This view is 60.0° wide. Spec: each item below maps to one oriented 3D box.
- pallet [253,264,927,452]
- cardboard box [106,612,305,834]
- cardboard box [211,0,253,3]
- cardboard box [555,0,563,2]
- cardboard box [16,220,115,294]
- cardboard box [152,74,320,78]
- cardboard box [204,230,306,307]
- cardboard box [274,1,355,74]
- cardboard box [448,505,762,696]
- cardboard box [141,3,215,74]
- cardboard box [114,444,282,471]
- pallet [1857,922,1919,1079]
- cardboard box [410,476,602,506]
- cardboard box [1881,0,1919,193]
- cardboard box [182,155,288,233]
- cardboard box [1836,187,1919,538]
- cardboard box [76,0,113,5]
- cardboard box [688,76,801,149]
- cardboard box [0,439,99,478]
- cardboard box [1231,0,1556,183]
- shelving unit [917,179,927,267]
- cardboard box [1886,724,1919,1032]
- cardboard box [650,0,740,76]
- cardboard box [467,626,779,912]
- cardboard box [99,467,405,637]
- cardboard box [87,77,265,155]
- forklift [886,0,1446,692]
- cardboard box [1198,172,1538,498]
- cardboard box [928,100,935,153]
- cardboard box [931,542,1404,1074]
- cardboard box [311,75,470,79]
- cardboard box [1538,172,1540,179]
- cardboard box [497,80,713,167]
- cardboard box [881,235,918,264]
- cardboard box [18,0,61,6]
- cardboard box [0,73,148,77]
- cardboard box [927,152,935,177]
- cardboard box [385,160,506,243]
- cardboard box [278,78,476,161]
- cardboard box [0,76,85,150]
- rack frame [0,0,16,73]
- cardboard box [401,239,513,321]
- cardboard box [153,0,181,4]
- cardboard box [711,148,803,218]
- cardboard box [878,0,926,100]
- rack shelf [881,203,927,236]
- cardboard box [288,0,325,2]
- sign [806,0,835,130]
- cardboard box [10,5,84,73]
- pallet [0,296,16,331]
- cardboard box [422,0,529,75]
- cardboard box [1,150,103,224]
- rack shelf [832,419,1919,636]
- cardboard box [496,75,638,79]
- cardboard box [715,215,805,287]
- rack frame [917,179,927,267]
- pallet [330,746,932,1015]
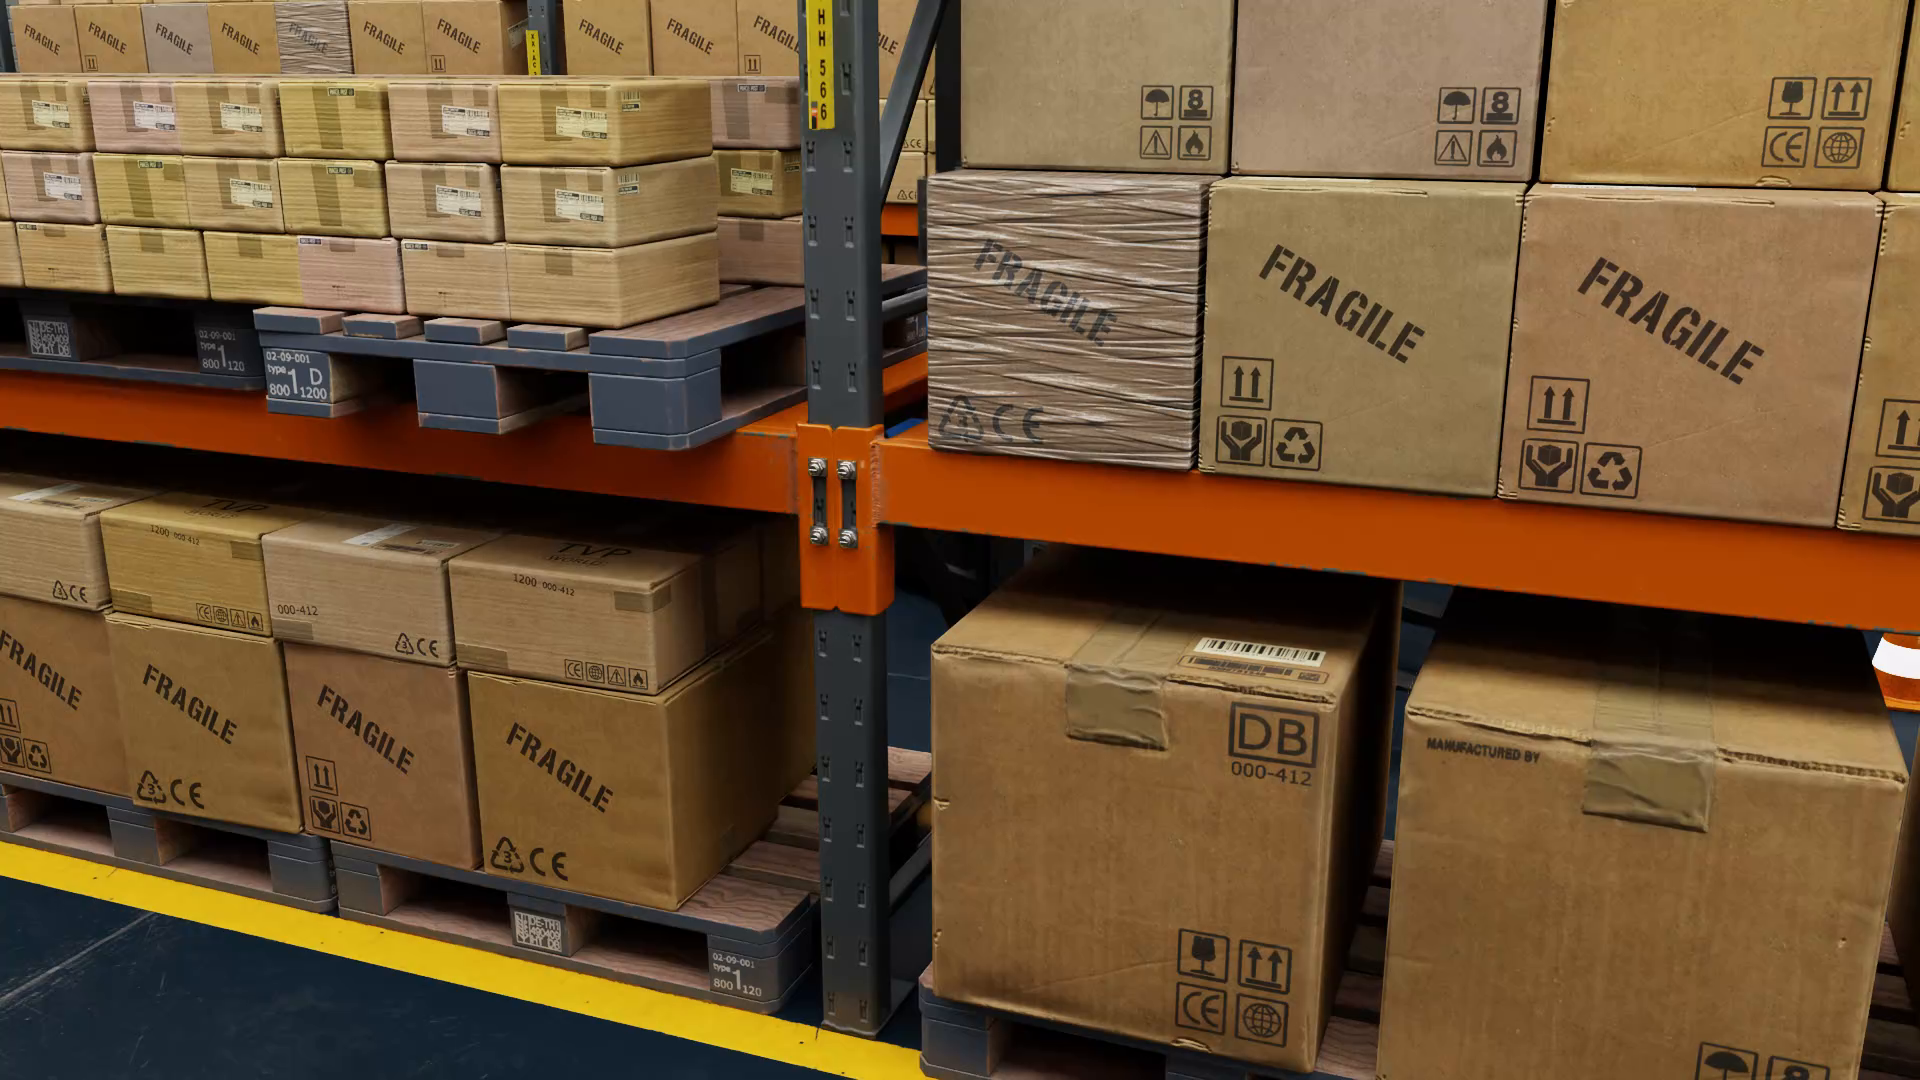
[{"bbox_3d":[-0.757,-0.468,3.751,1.003,0.211,1.213,6,17,21],"label":"pallet"},{"bbox_3d":[-1.742,0.380,4.215,0.500,0.500,0.500,5,17,18],"label":"cardboard box"},{"bbox_3d":[-4.119,-3.190,9.645,0.250,0.149,0.380,6,17,19],"label":"cardboard box"},{"bbox_3d":[-2.252,-3.158,9.535,0.250,0.149,0.380,6,17,20],"label":"cardboard box"},{"bbox_3d":[-1.874,-0.660,3.765,0.250,0.149,0.380,7,18,22],"label":"cardboard box"},{"bbox_3d":[-1.868,-1.140,4.351,0.250,0.149,0.380,6,17,20],"label":"cardboard box"},{"bbox_3d":[-1.383,-0.606,3.579,0.250,0.149,0.380,6,17,20],"label":"cardboard box"},{"bbox_3d":[-3.540,-2.827,9.559,0.500,0.500,0.500,7,17,21],"label":"cardboard box"},{"bbox_3d":[-0.787,0.121,3.761,0.500,0.250,0.500,6,17,19],"label":"cardboard box"},{"bbox_3d":[-4.468,-2.931,9.918,0.500,0.500,0.500,6,17,20],"label":"cardboard box"},{"bbox_3d":[-2.020,-0.169,4.760,0.500,0.250,0.500,5,17,18],"label":"cardboard box"},{"bbox_3d":[1.782,1.049,3.181,1.213,0.211,1.003,6,17,21],"label":"pallet"},{"bbox_3d":[-1.079,-0.062,4.392,0.500,0.250,0.500,6,17,20],"label":"cardboard box"},{"bbox_3d":[1.784,-0.840,2.712,0.500,0.500,0.700,6,17,20],"label":"cardboard box"},{"bbox_3d":[-1.409,-0.750,3.542,0.250,0.149,0.380,6,17,21],"label":"cardboard box"},{"bbox_3d":[1.669,-0.293,2.623,0.500,0.500,0.500,6,17,20],"label":"cardboard box"},{"bbox_3d":[-5.076,-3.295,10.006,0.250,0.149,0.380,7,18,22],"label":"cardboard box"},{"bbox_3d":[-0.418,-0.980,3.800,0.250,0.149,0.380,6,17,21],"label":"cardboard box"},{"bbox_3d":[-2.689,-0.088,4.482,0.500,0.250,0.500,7,18,22],"label":"cardboard box"},{"bbox_3d":[0.830,-0.944,3.071,0.500,0.500,0.700,6,17,20],"label":"cardboard box"},{"bbox_3d":[-0.633,-0.906,7.605,1.048,1.500,0.538,2,16,8],"label":"shelving unit"},{"bbox_3d":[2.160,0.633,2.896,0.750,0.750,1.050,6,17,21],"label":"cardboard box"},{"bbox_3d":[-1.266,-2.582,8.716,0.500,0.500,0.500,6,17,20],"label":"cardboard box"},{"bbox_3d":[-0.763,0.484,3.857,0.500,0.500,0.500,6,17,20],"label":"cardboard box"},{"bbox_3d":[-1.728,0.016,4.122,0.500,0.250,0.500,7,17,22],"label":"cardboard box"},{"bbox_3d":[-1.627,-0.919,3.589,0.250,0.149,0.380,6,17,21],"label":"cardboard box"},{"bbox_3d":[0.667,-1.141,5.848,1.130,2.935,3.031,-12,20,-36],"label":"forklift"},{"bbox_3d":[0.738,-0.396,2.979,0.500,0.500,0.500,6,17,20],"label":"cardboard box"},{"bbox_3d":[0.162,-2.060,8.261,0.500,0.250,0.500,6,17,19],"label":"cardboard box"},{"bbox_3d":[0.479,0.449,3.529,0.750,0.750,1.050,6,17,20],"label":"cardboard box"},{"bbox_3d":[-1.390,-1.087,4.168,0.250,0.149,0.380,7,18,23],"label":"cardboard box"},{"bbox_3d":[1.391,-0.484,3.283,0.500,0.500,0.500,6,17,20],"label":"cardboard box"},{"bbox_3d":[-0.679,-0.813,3.225,0.250,0.149,0.380,6,17,18],"label":"cardboard box"},{"bbox_3d":[-0.604,-1.267,9.215,0.875,0.875,0.875,7,18,22],"label":"cardboard box"},{"bbox_3d":[-5.546,-3.359,10.229,0.250,0.149,0.380,7,17,22],"label":"cardboard box"},{"bbox_3d":[-2.369,-1.194,4.536,0.250,0.149,0.380,6,17,19],"label":"cardboard box"},{"bbox_3d":[0.158,-1.826,8.351,0.500,0.250,0.500,6,17,20],"label":"cardboard box"},{"bbox_3d":[-0.930,-0.699,3.363,0.250,0.149,0.380,7,18,23],"label":"cardboard box"},{"bbox_3d":[-1.155,-0.866,3.408,0.250,0.149,0.380,7,18,22],"label":"cardboard box"},{"bbox_3d":[-2.123,-0.973,3.775,0.250,0.149,0.380,7,18,22],"label":"cardboard box"},{"bbox_3d":[-5.775,-2.628,10.845,0.127,3.000,1.000,6,17,21],"label":"rack frame"},{"bbox_3d":[-0.913,-0.553,3.397,0.250,0.149,0.380,6,17,20],"label":"cardboard box"},{"bbox_3d":[-4.561,-3.259,9.884,0.250,0.149,0.380,6,17,21],"label":"cardboard box"},{"bbox_3d":[-0.431,-0.841,3.853,0.250,0.149,0.380,7,18,23],"label":"cardboard box"},{"bbox_3d":[-0.317,-2.479,8.361,0.500,0.500,0.500,6,17,20],"label":"cardboard box"},{"bbox_3d":[-0.193,-1.669,8.831,4.000,0.370,1.077,6,17,21],"label":"rack shelf"},{"bbox_3d":[-3.623,-3.154,9.523,0.250,0.149,0.380,6,17,19],"label":"cardboard box"},{"bbox_3d":[-0.245,-0.892,2.930,0.005,0.325,0.100,6,17,21],"label":"sign"},{"bbox_3d":[-5.433,-3.033,10.268,0.500,0.500,0.500,6,17,19],"label":"cardboard box"},{"bbox_3d":[-3.118,-0.716,4.605,1.213,0.211,1.003,6,17,21],"label":"pallet"},{"bbox_3d":[-2.594,-2.724,9.202,0.500,0.500,0.500,6,17,20],"label":"cardboard box"},{"bbox_3d":[-1.882,-0.803,3.723,0.250,0.149,0.380,7,18,22],"label":"cardboard box"},{"bbox_3d":[1.806,0.035,2.964,4.000,0.370,1.077,6,17,21],"label":"rack shelf"},{"bbox_3d":[-0.891,-1.033,3.981,0.250,0.149,0.380,6,17,20],"label":"cardboard box"},{"bbox_3d":[-0.397,-0.694,3.883,0.250,0.149,0.380,6,17,20],"label":"cardboard box"},{"bbox_3d":[-0.130,-0.885,7.532,0.032,1.500,0.500,2,16,8],"label":"rack frame"},{"bbox_3d":[-0.781,0.743,4.234,1.213,0.211,1.003,6,17,21],"label":"pallet"}]
